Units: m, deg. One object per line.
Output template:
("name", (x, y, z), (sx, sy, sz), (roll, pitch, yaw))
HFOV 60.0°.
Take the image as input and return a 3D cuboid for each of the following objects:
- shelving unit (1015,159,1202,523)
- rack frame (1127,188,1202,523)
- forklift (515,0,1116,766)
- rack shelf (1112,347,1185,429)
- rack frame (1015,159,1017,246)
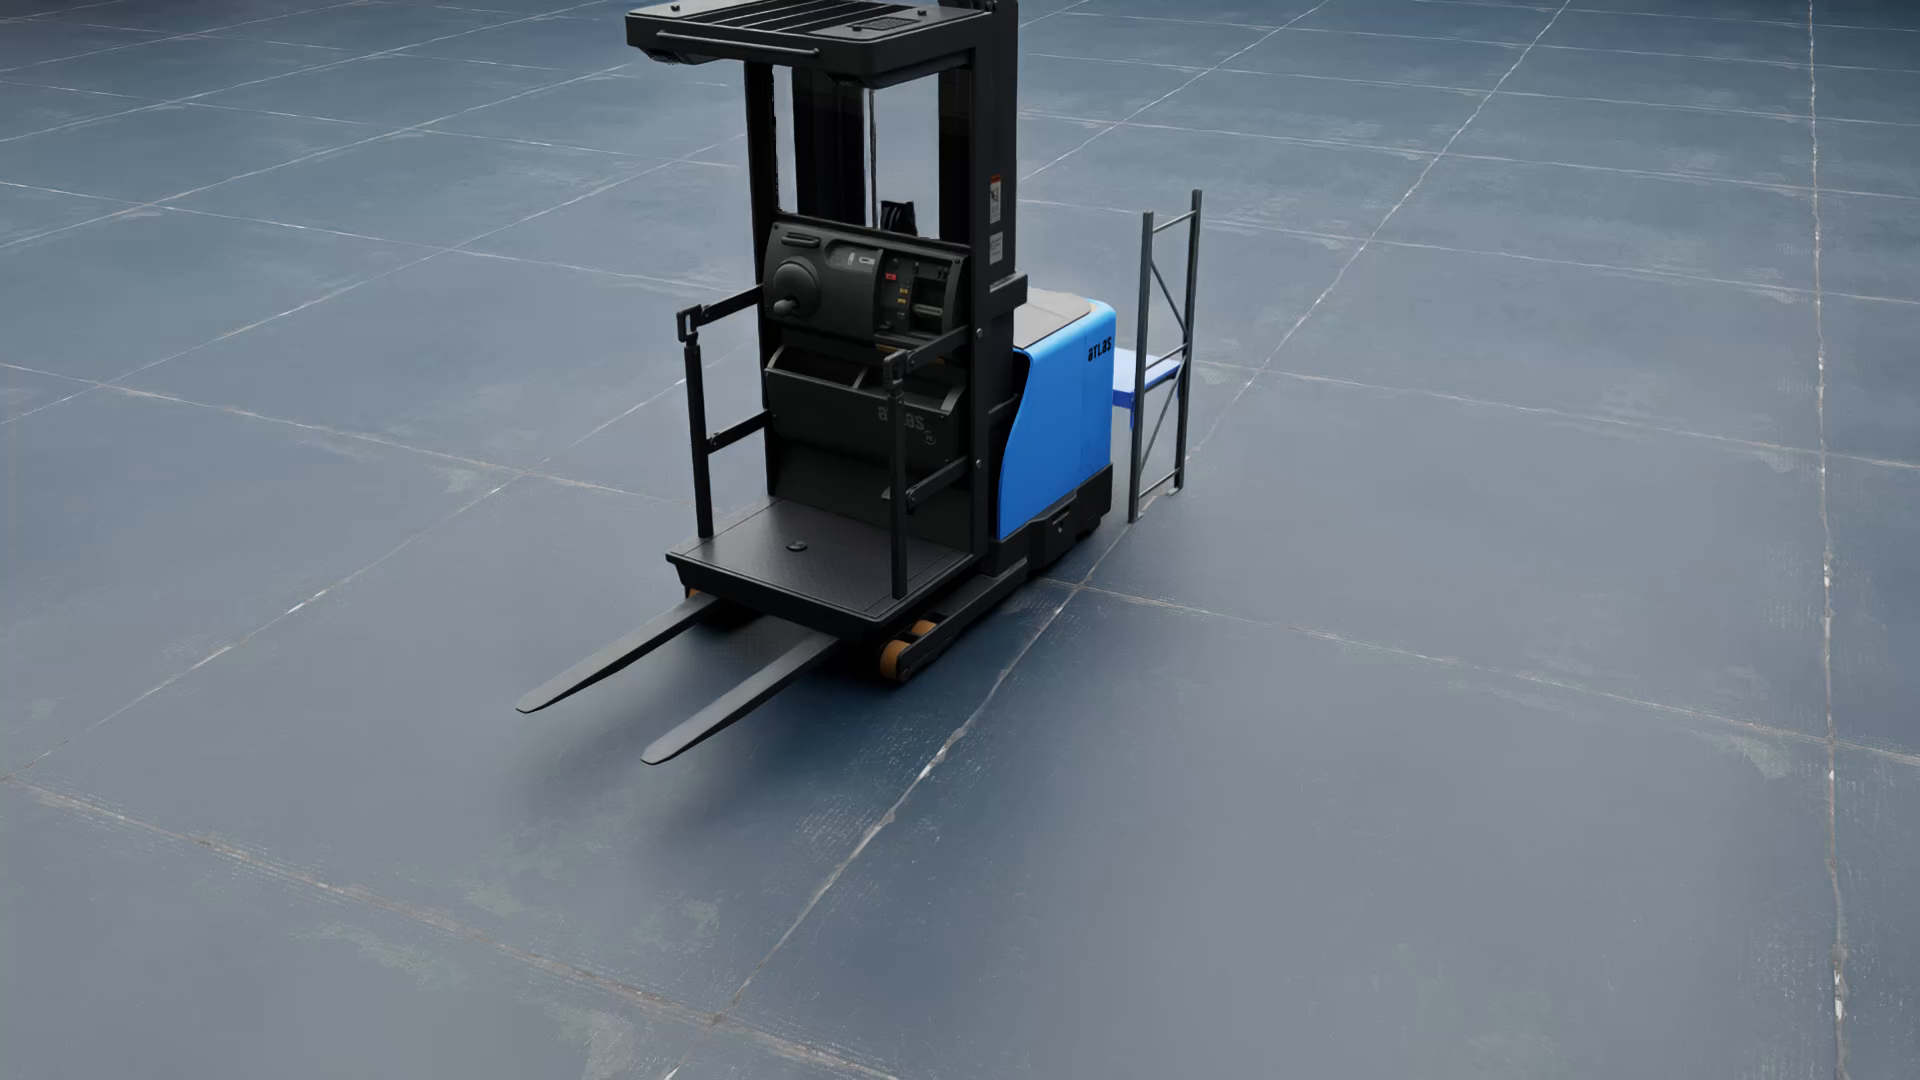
("shelving unit", (0.539, -0.977, 8.036), (1.048, 1.500, 0.538), (17, 31, 31))
("rack frame", (0.955, -0.848, 7.774), (0.032, 1.500, 0.500), (17, 31, 31))
("forklift", (-0.506, -0.988, 6.438), (1.130, 2.935, 3.031), (16, 30, 29))
("rack shelf", (0.539, -0.815, 8.116), (1.000, 0.185, 0.538), (17, 31, 31))
("rack frame", (0.123, -1.106, 8.298), (0.032, 1.500, 0.500), (17, 31, 31))
